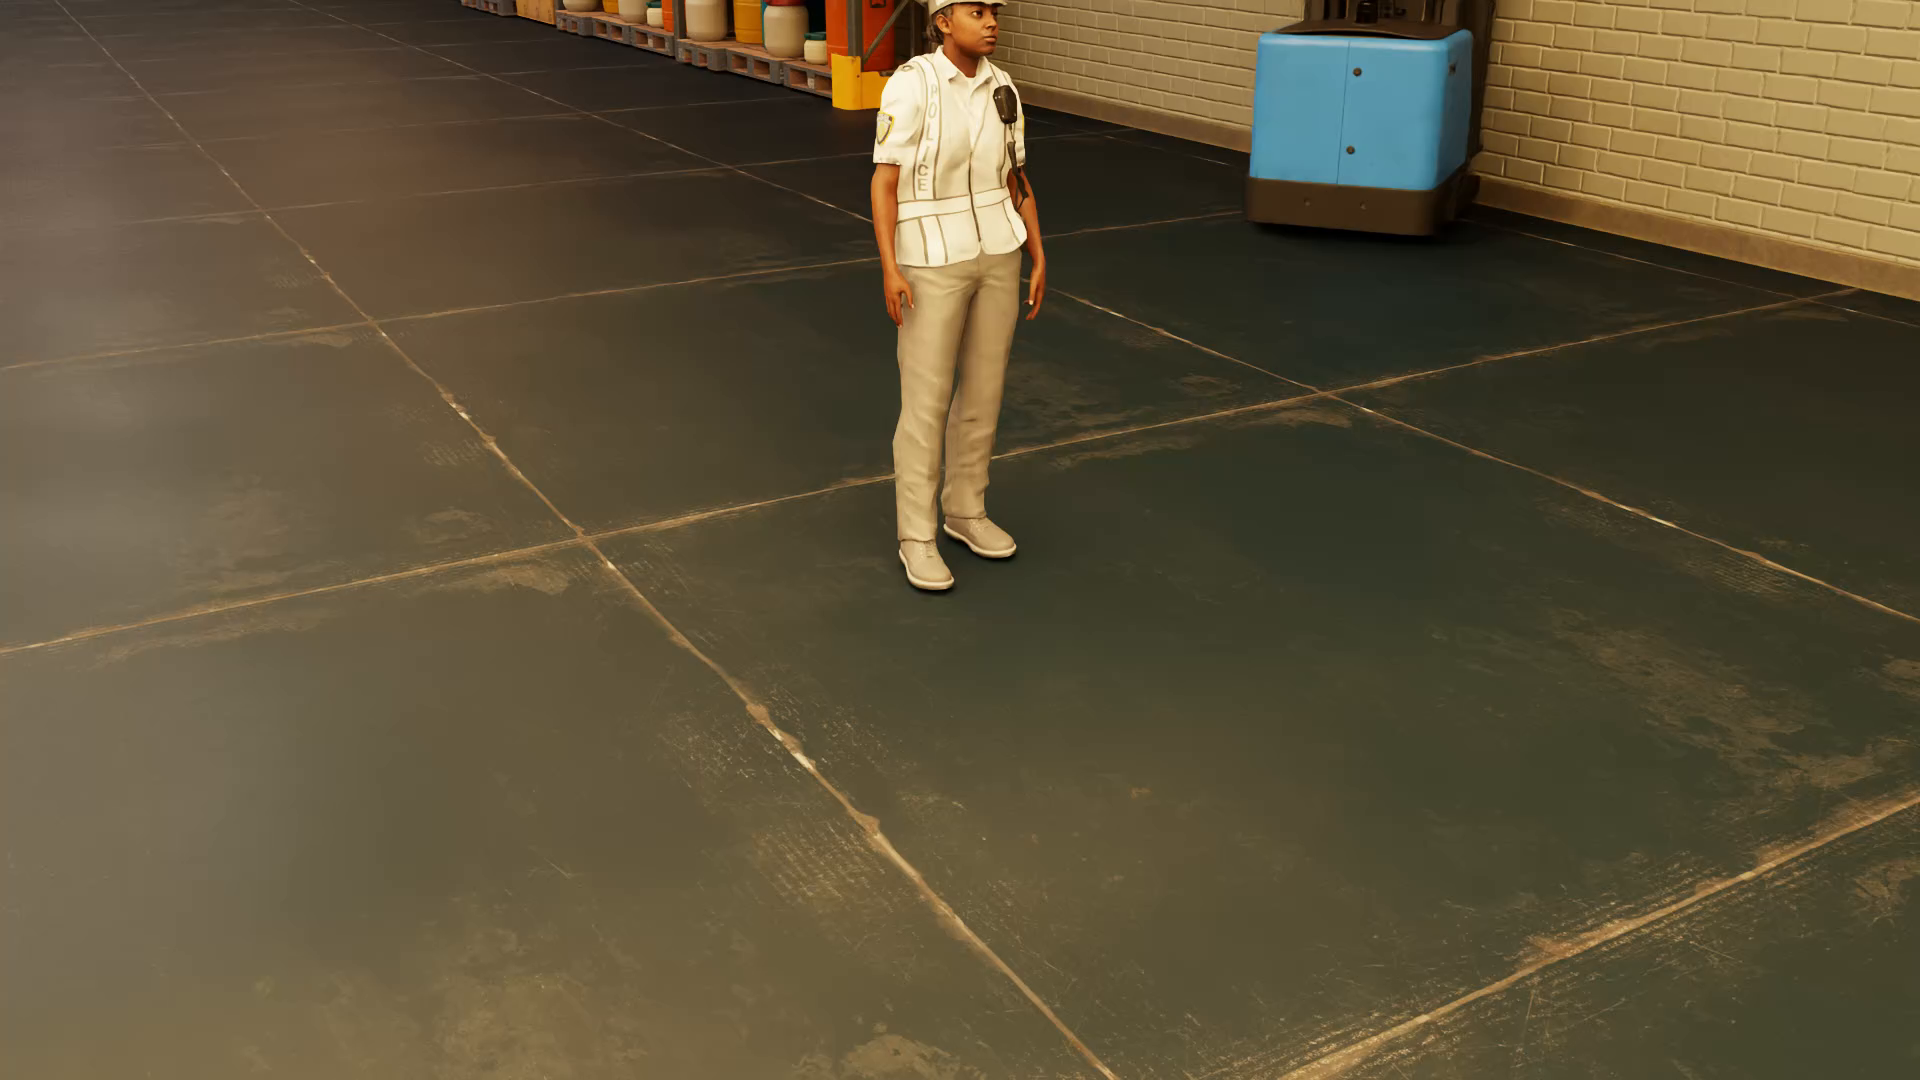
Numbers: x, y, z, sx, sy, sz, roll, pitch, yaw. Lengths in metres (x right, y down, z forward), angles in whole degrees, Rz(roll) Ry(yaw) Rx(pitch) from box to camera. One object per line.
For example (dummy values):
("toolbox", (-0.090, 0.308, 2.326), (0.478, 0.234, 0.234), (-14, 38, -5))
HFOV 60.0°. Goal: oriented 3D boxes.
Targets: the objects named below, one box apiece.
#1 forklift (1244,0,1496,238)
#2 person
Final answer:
("forklift", (2.674, -3.512, 9.833), (1.130, 2.935, 3.031), (10, 24, 23))
("person", (0.020, -0.762, 4.741), (0.569, 1.694, 0.530), (-12, 25, -28))
